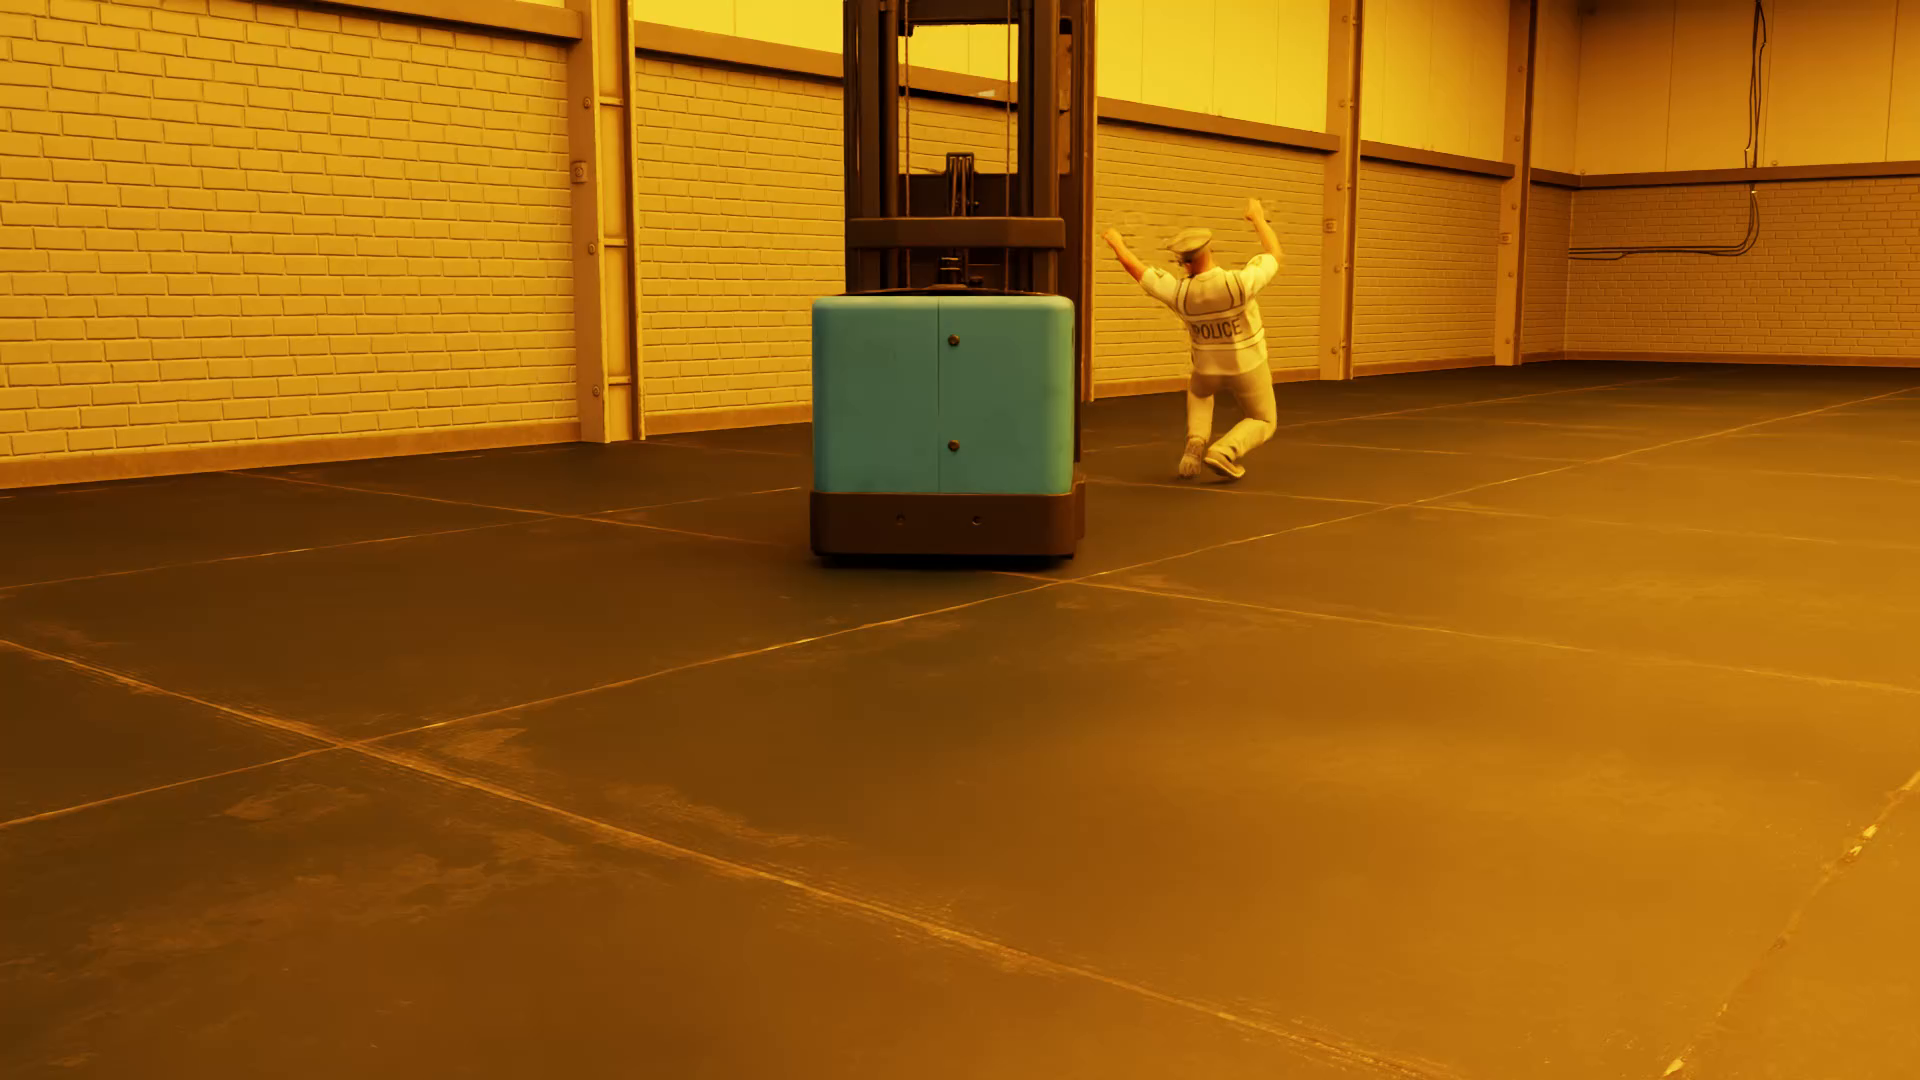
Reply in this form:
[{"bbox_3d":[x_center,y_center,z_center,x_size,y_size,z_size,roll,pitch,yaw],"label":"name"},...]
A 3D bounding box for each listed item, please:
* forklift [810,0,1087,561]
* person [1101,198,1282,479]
[{"bbox_3d":[0.039,-1.540,7.808,1.130,2.935,3.031,1,8,5],"label":"forklift"},{"bbox_3d":[1.369,-1.164,9.845,1.078,1.685,0.857,5,10,31],"label":"person"}]
